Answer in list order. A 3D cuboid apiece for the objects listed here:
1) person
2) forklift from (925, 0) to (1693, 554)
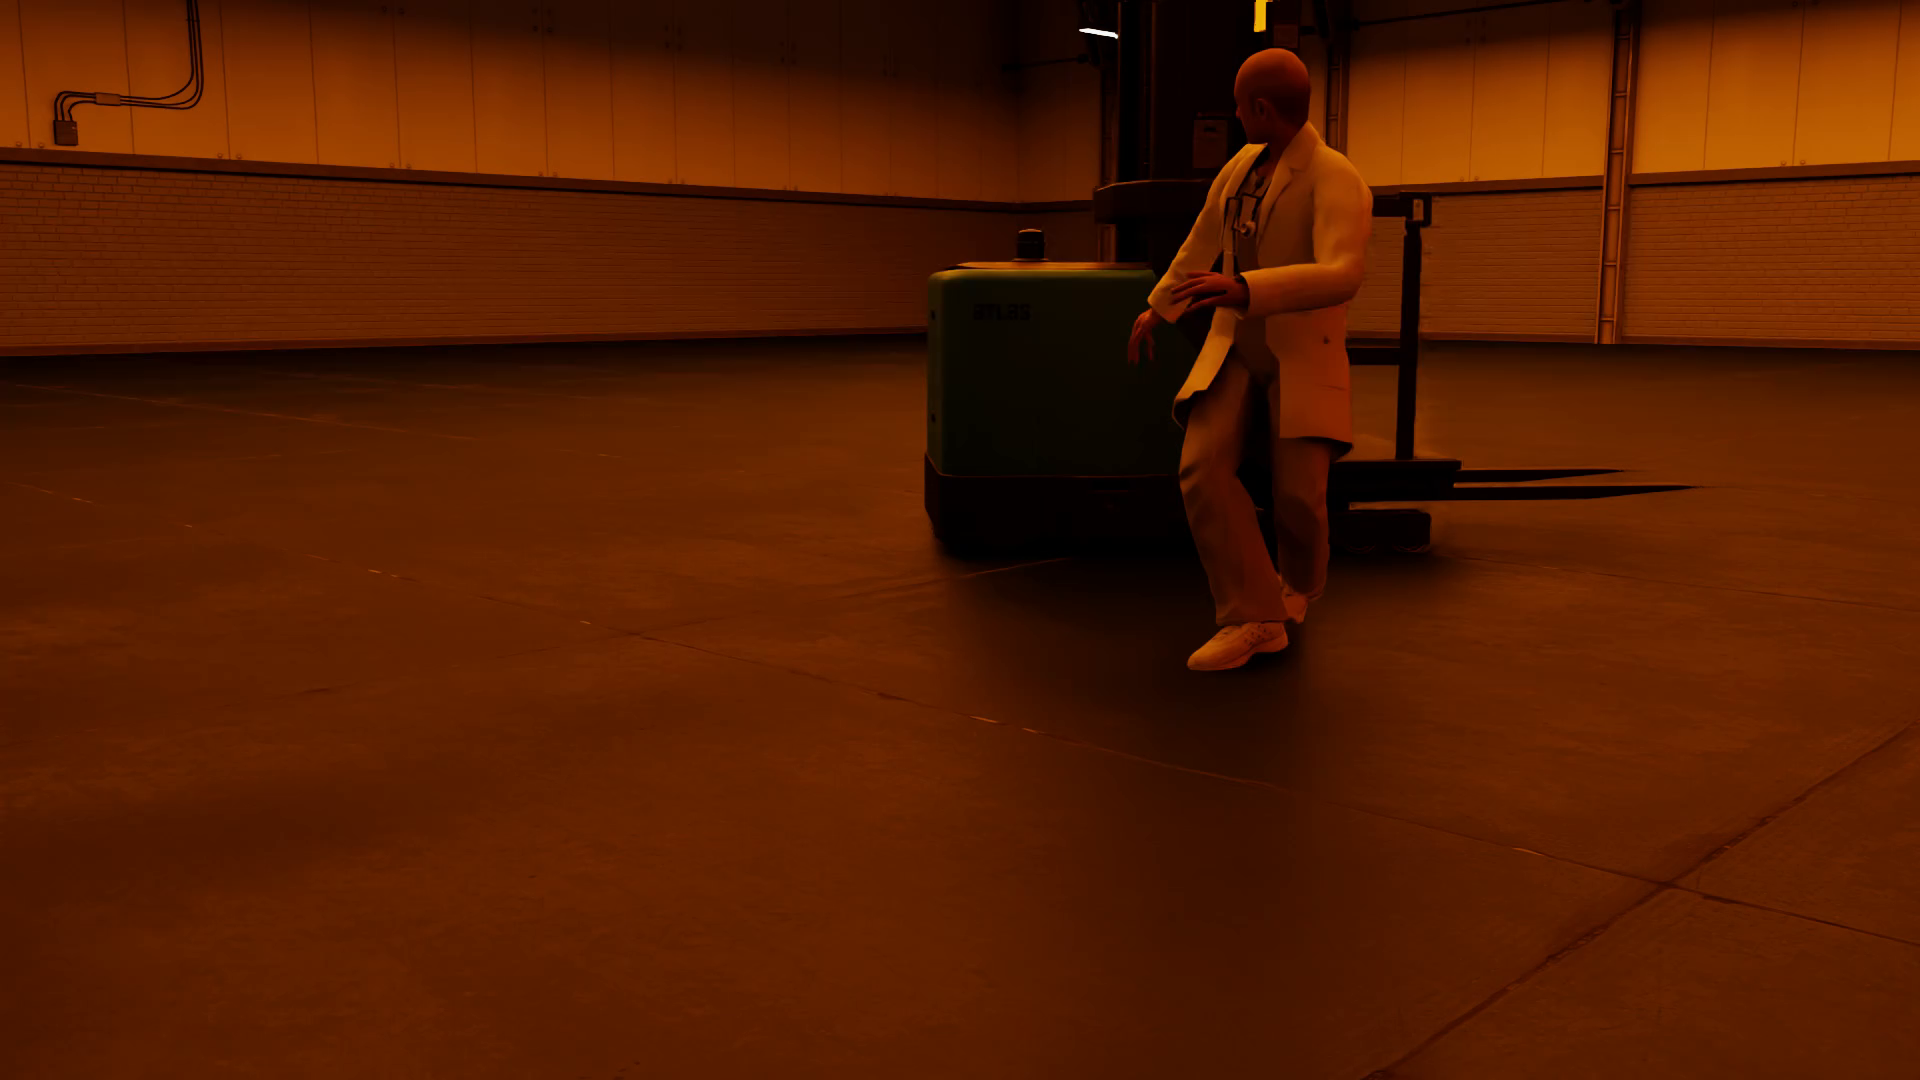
[{"bbox_3d":[0.747,-0.502,4.629,0.912,1.644,0.907,8,12,42],"label":"person"},{"bbox_3d":[1.393,-1.473,6.654,3.031,2.935,1.130,-1,9,-5],"label":"forklift"}]
